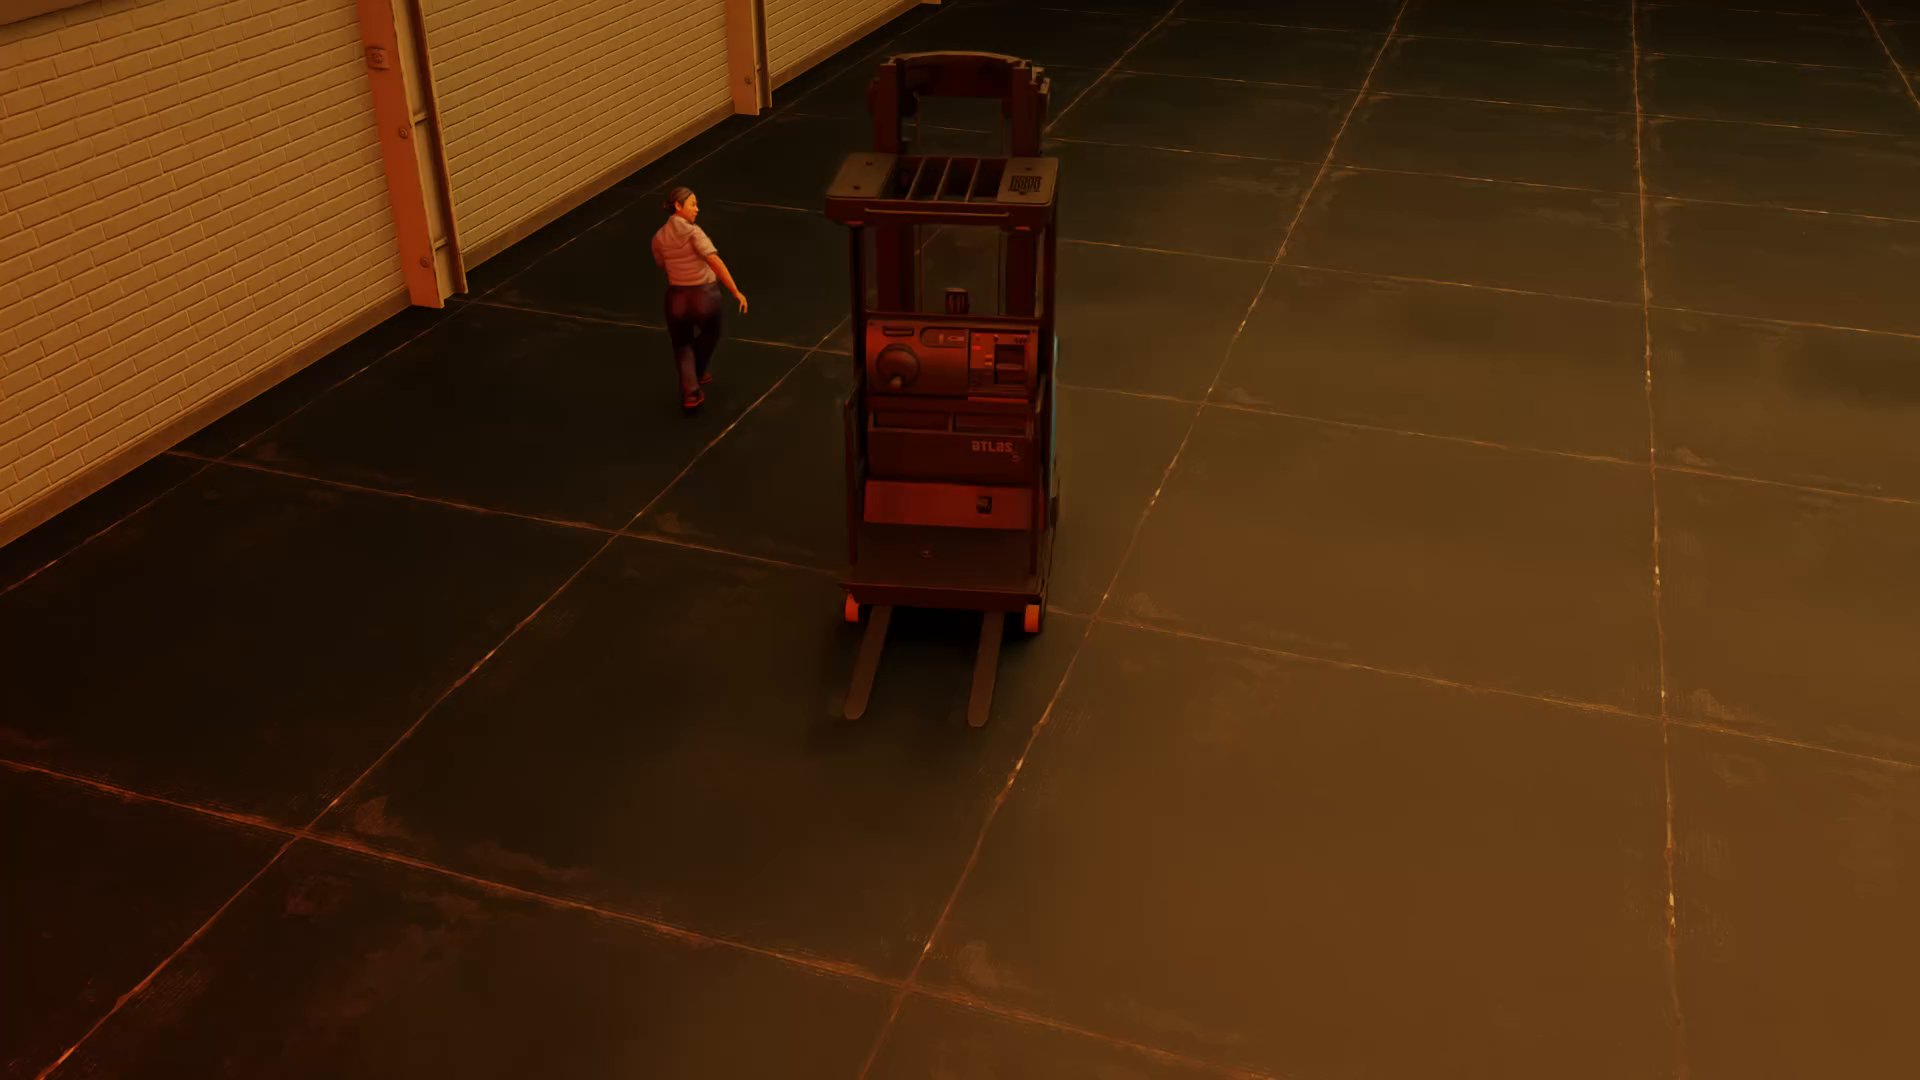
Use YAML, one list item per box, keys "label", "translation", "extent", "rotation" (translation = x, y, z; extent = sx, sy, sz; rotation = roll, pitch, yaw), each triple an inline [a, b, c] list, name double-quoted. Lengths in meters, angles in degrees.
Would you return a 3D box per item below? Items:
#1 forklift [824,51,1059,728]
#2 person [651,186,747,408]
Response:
- label: "forklift"
  translation: [-0.065, -0.937, 8.780]
  extent: [1.130, 2.935, 3.031]
  rotation: [3, 30, 5]
- label: "person"
  translation: [-1.771, -1.698, 11.576]
  extent: [0.746, 1.534, 0.786]
  rotation: [5, 30, 9]
